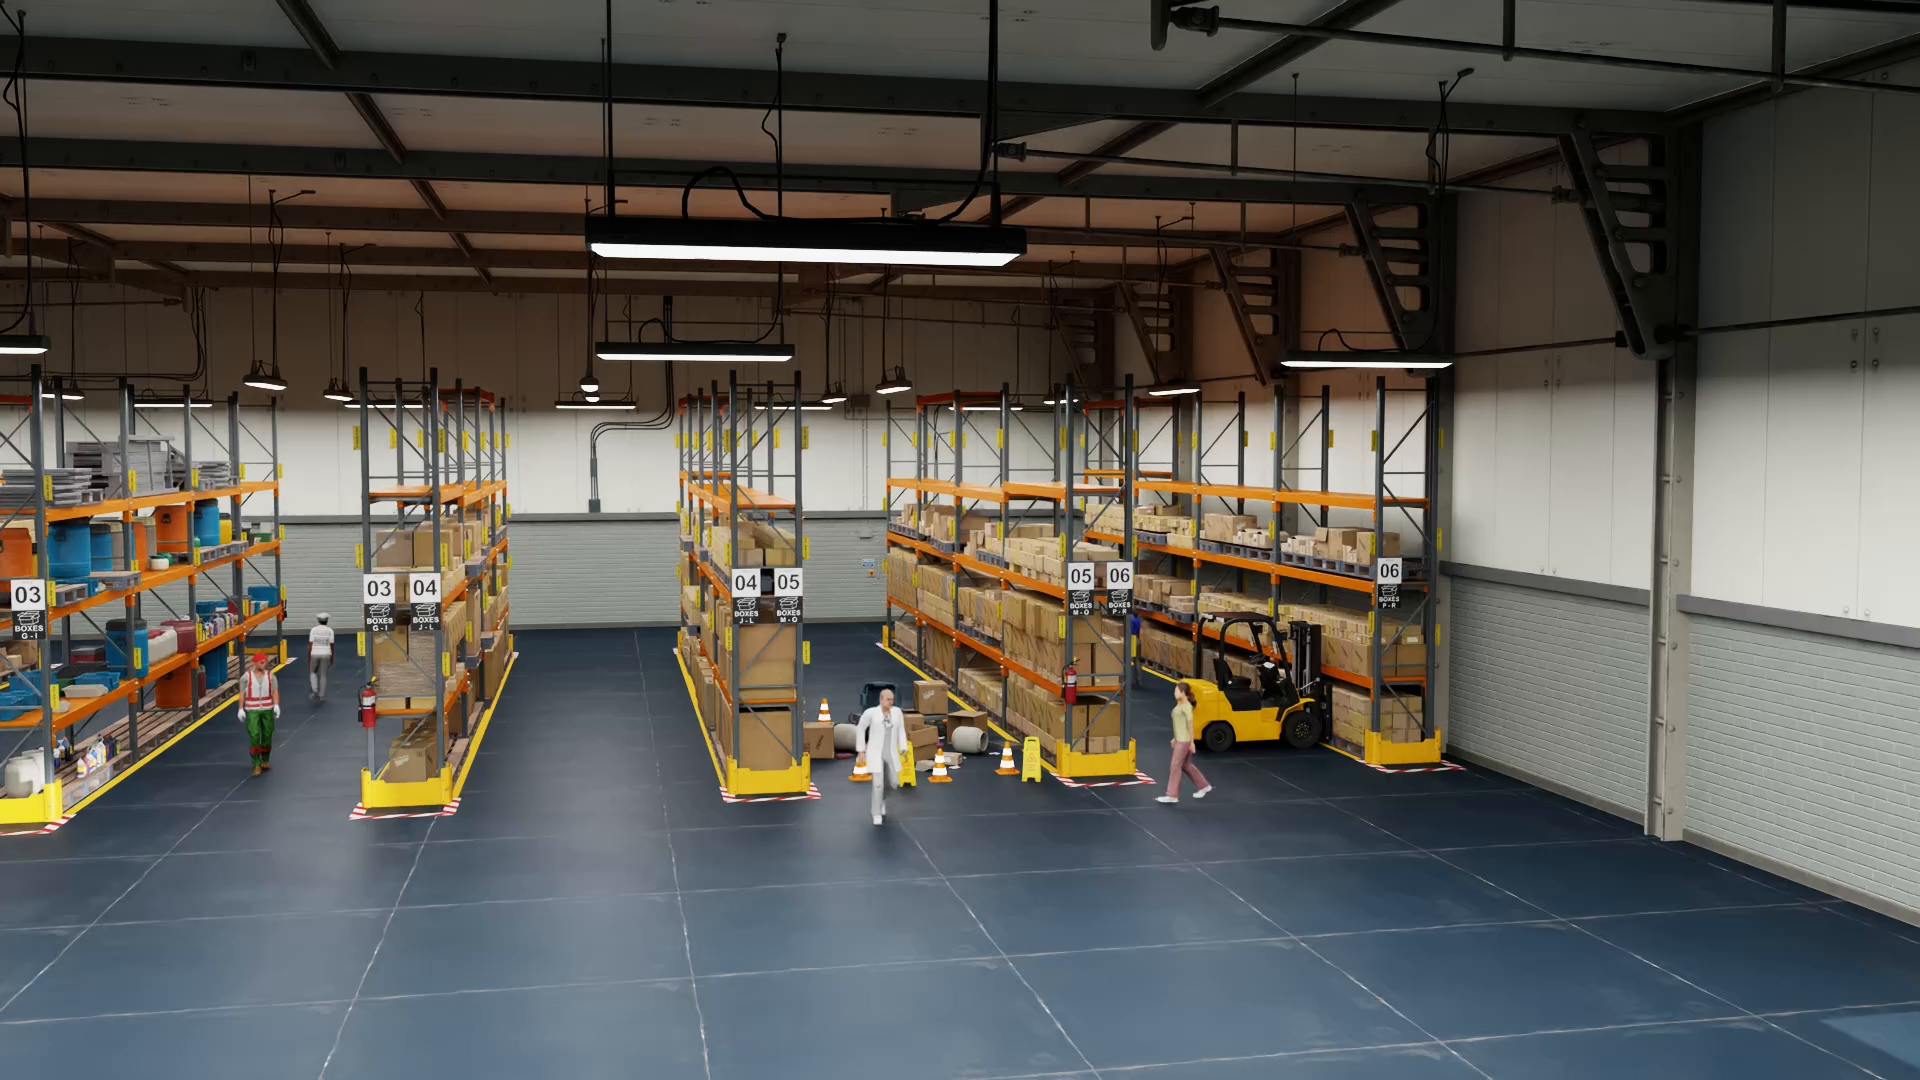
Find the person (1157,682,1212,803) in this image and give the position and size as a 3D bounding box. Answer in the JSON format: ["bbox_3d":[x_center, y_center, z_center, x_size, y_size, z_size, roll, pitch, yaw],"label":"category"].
[{"bbox_3d":[3.126,2.793,23.073,0.810,1.656,0.437,0,3,-1],"label":"person"}]

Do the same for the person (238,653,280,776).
[{"bbox_3d":[-10.588,2.628,25.199,0.568,1.813,0.694,-2,4,-36],"label":"person"}]

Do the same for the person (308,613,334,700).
[{"bbox_3d":[-12.299,2.255,32.007,0.490,1.671,0.449,-1,4,-15],"label":"person"}]

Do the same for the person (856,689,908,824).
[{"bbox_3d":[-1.069,2.841,21.966,0.646,1.732,0.715,-2,4,-28],"label":"person"}]

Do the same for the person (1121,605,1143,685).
[{"bbox_3d":[3.543,2.180,33.980,0.460,1.697,0.556,-2,4,-30],"label":"person"}]
